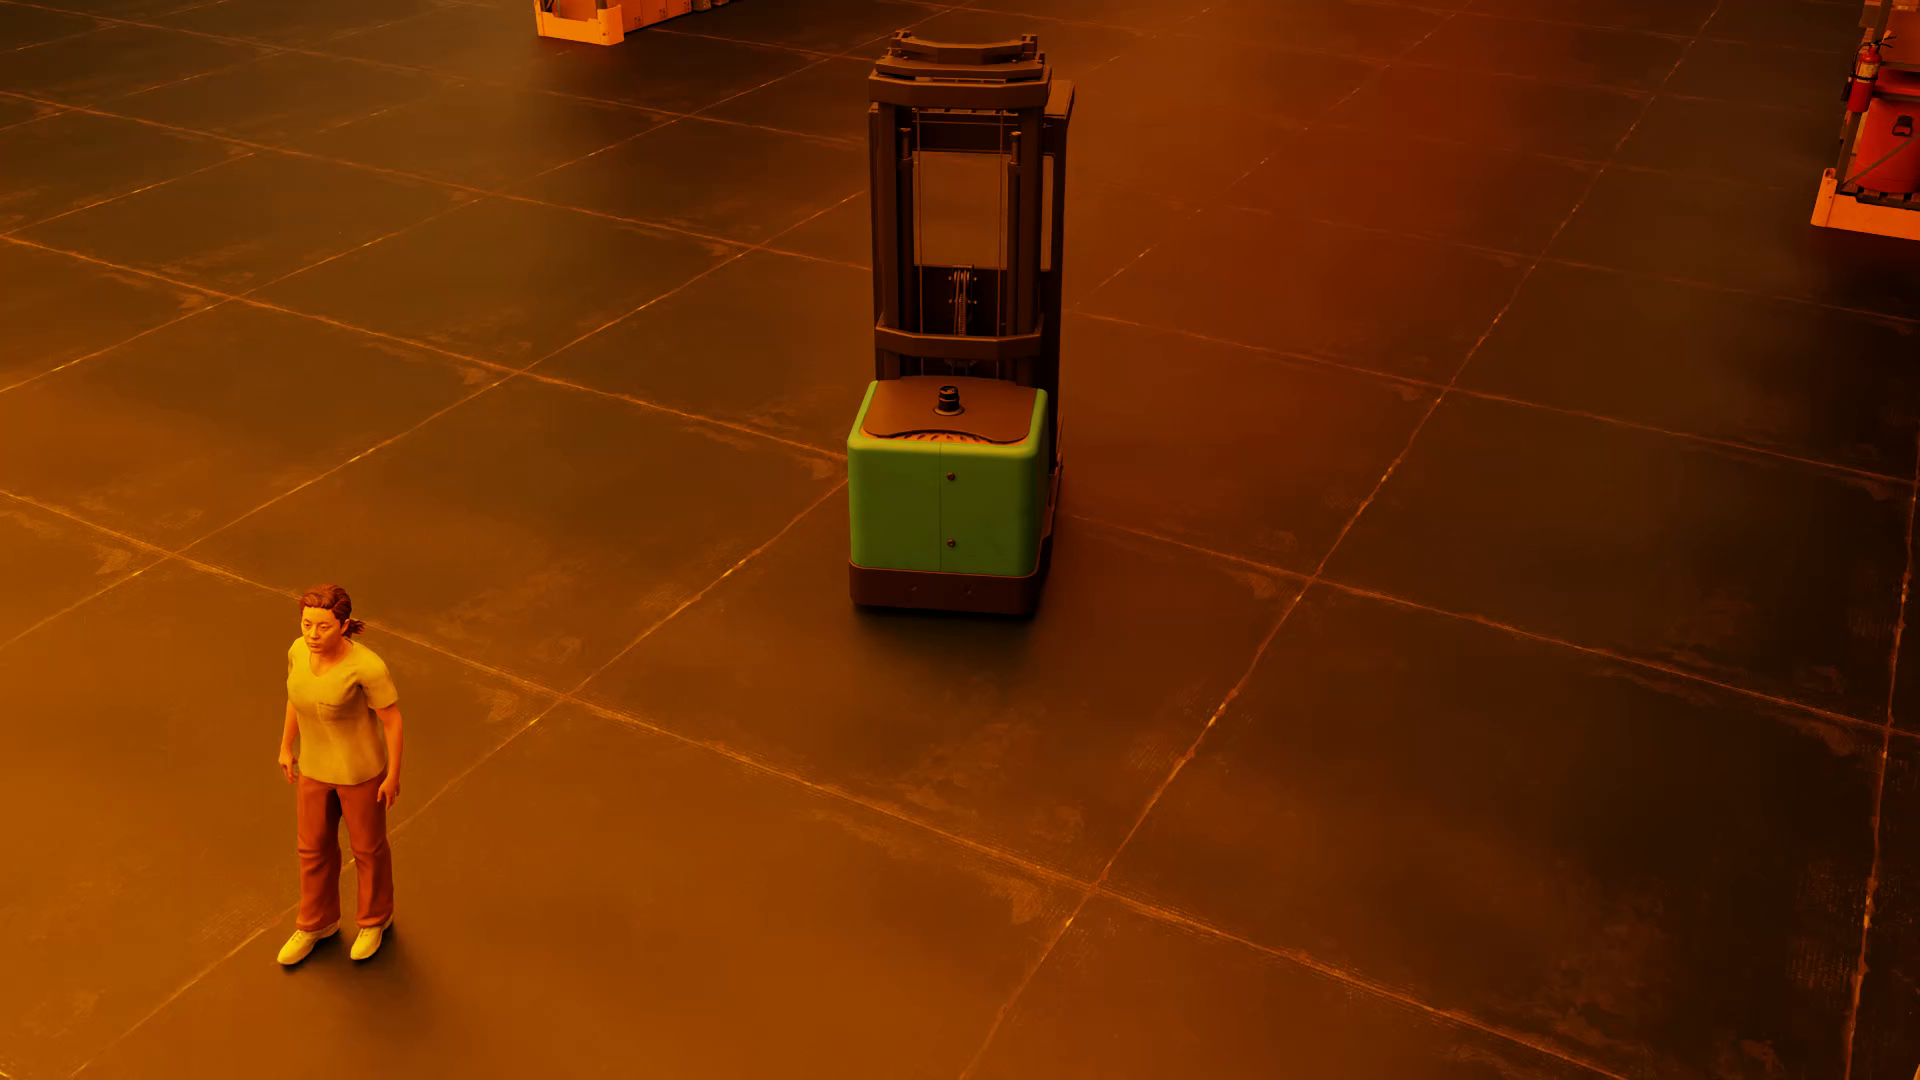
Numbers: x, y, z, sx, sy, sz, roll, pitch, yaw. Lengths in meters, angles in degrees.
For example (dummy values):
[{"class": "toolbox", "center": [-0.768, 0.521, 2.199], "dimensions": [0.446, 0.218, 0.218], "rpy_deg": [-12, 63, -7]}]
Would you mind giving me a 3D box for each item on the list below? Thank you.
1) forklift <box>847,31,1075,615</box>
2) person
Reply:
[{"class": "forklift", "center": [0.072, -1.572, 9.794], "dimensions": [1.130, 2.935, 3.031], "rpy_deg": [3, 30, 6]}, {"class": "person", "center": [-2.512, 0.957, 6.653], "dimensions": [0.552, 1.674, 0.549], "rpy_deg": [8, 31, 14]}]
